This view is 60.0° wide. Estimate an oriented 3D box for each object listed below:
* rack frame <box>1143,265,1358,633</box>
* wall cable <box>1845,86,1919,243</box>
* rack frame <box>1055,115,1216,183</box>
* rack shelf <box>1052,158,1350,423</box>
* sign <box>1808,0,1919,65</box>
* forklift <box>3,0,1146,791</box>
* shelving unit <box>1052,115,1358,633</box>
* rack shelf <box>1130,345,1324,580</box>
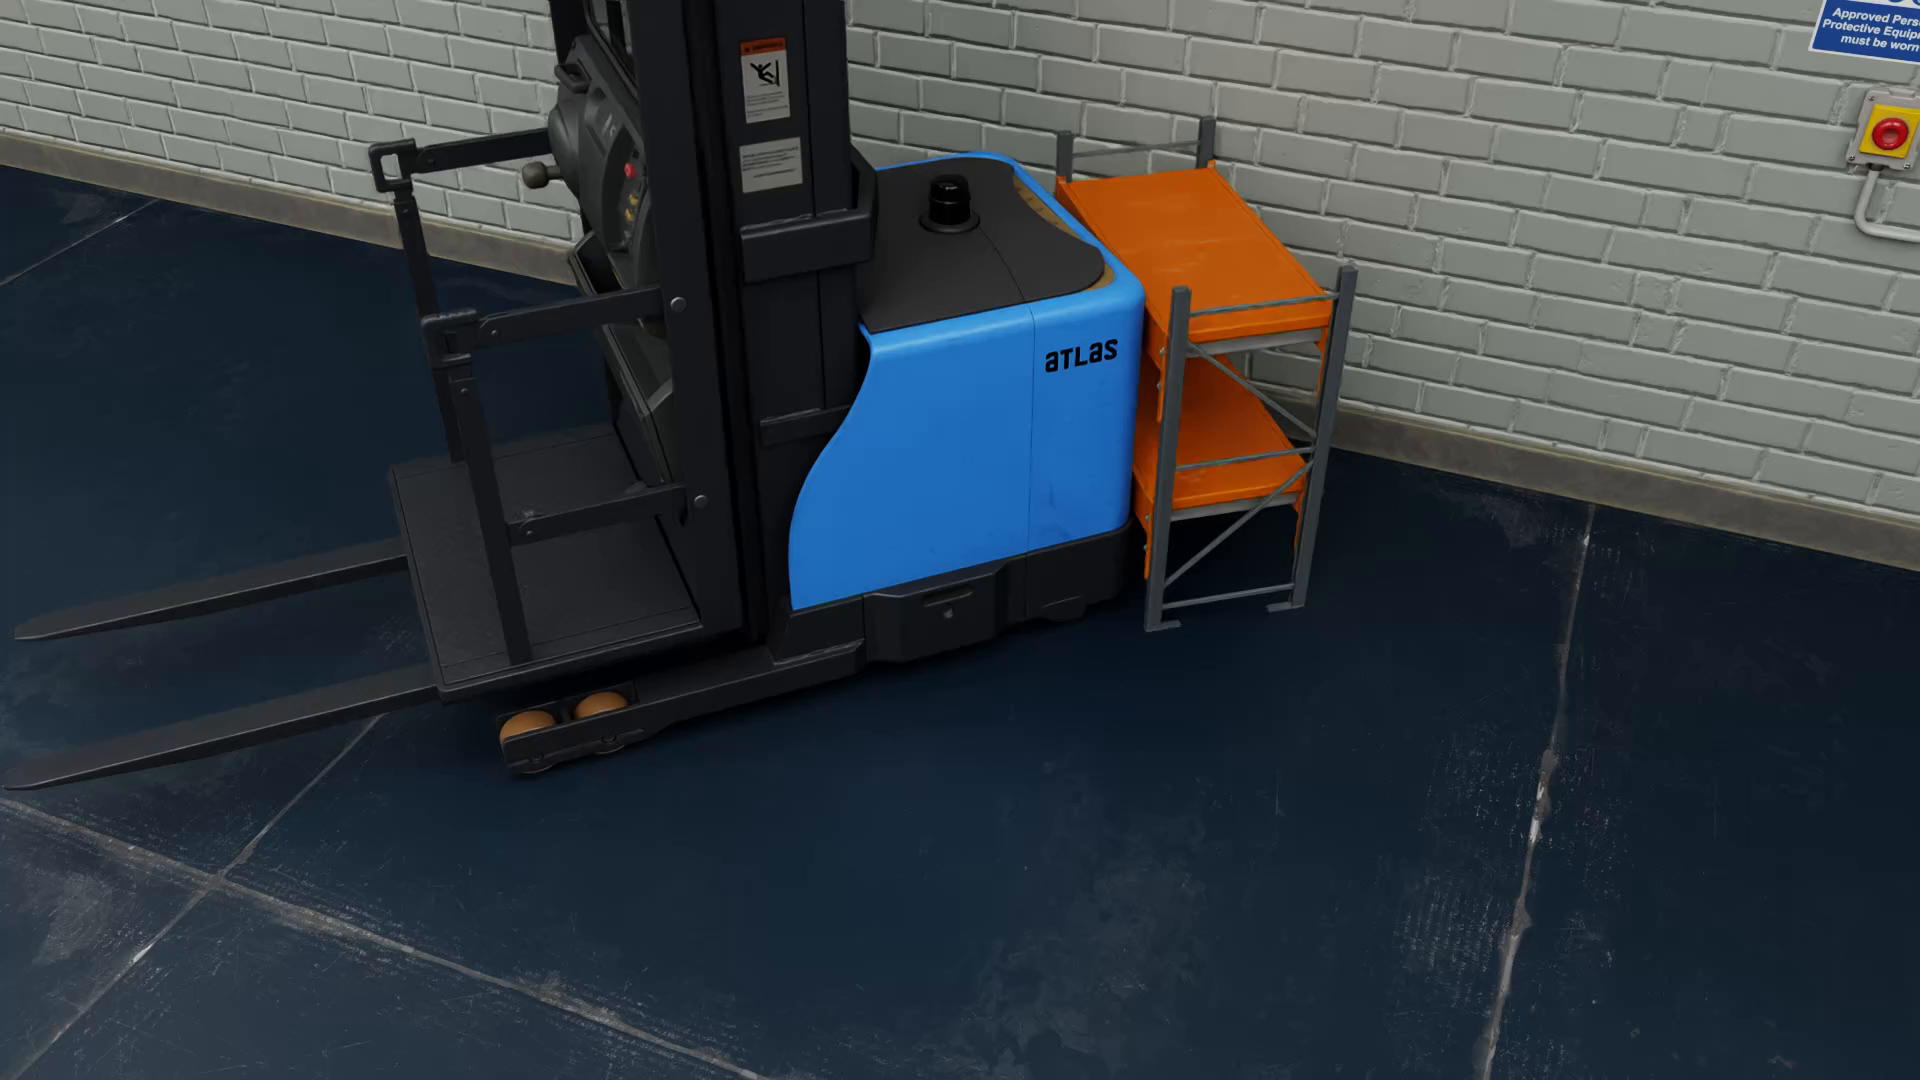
[{"bbox_3d":[0.786,-0.222,4.608,0.500,1.125,0.032,-9,38,-11],"label":"rack frame"},{"bbox_3d":[2.443,-1.627,4.046,0.585,1.953,0.123,14,39,18],"label":"wall cable"},{"bbox_3d":[0.540,-0.813,5.398,0.500,1.125,0.032,-9,38,-11],"label":"rack frame"},{"bbox_3d":[0.663,-0.752,4.827,0.538,0.278,1.000,-9,38,-11],"label":"rack shelf"},{"bbox_3d":[2.422,-1.360,4.339,0.327,0.218,0.001,14,39,18],"label":"sign"},{"bbox_3d":[-1.062,-0.914,4.025,3.031,2.935,1.130,-14,39,-18],"label":"forklift"},{"bbox_3d":[0.663,-0.517,5.003,0.538,1.125,1.048,-9,38,-11],"label":"shelving unit"},{"bbox_3d":[0.663,-0.321,5.149,0.538,0.278,1.000,-9,38,-11],"label":"rack shelf"}]
